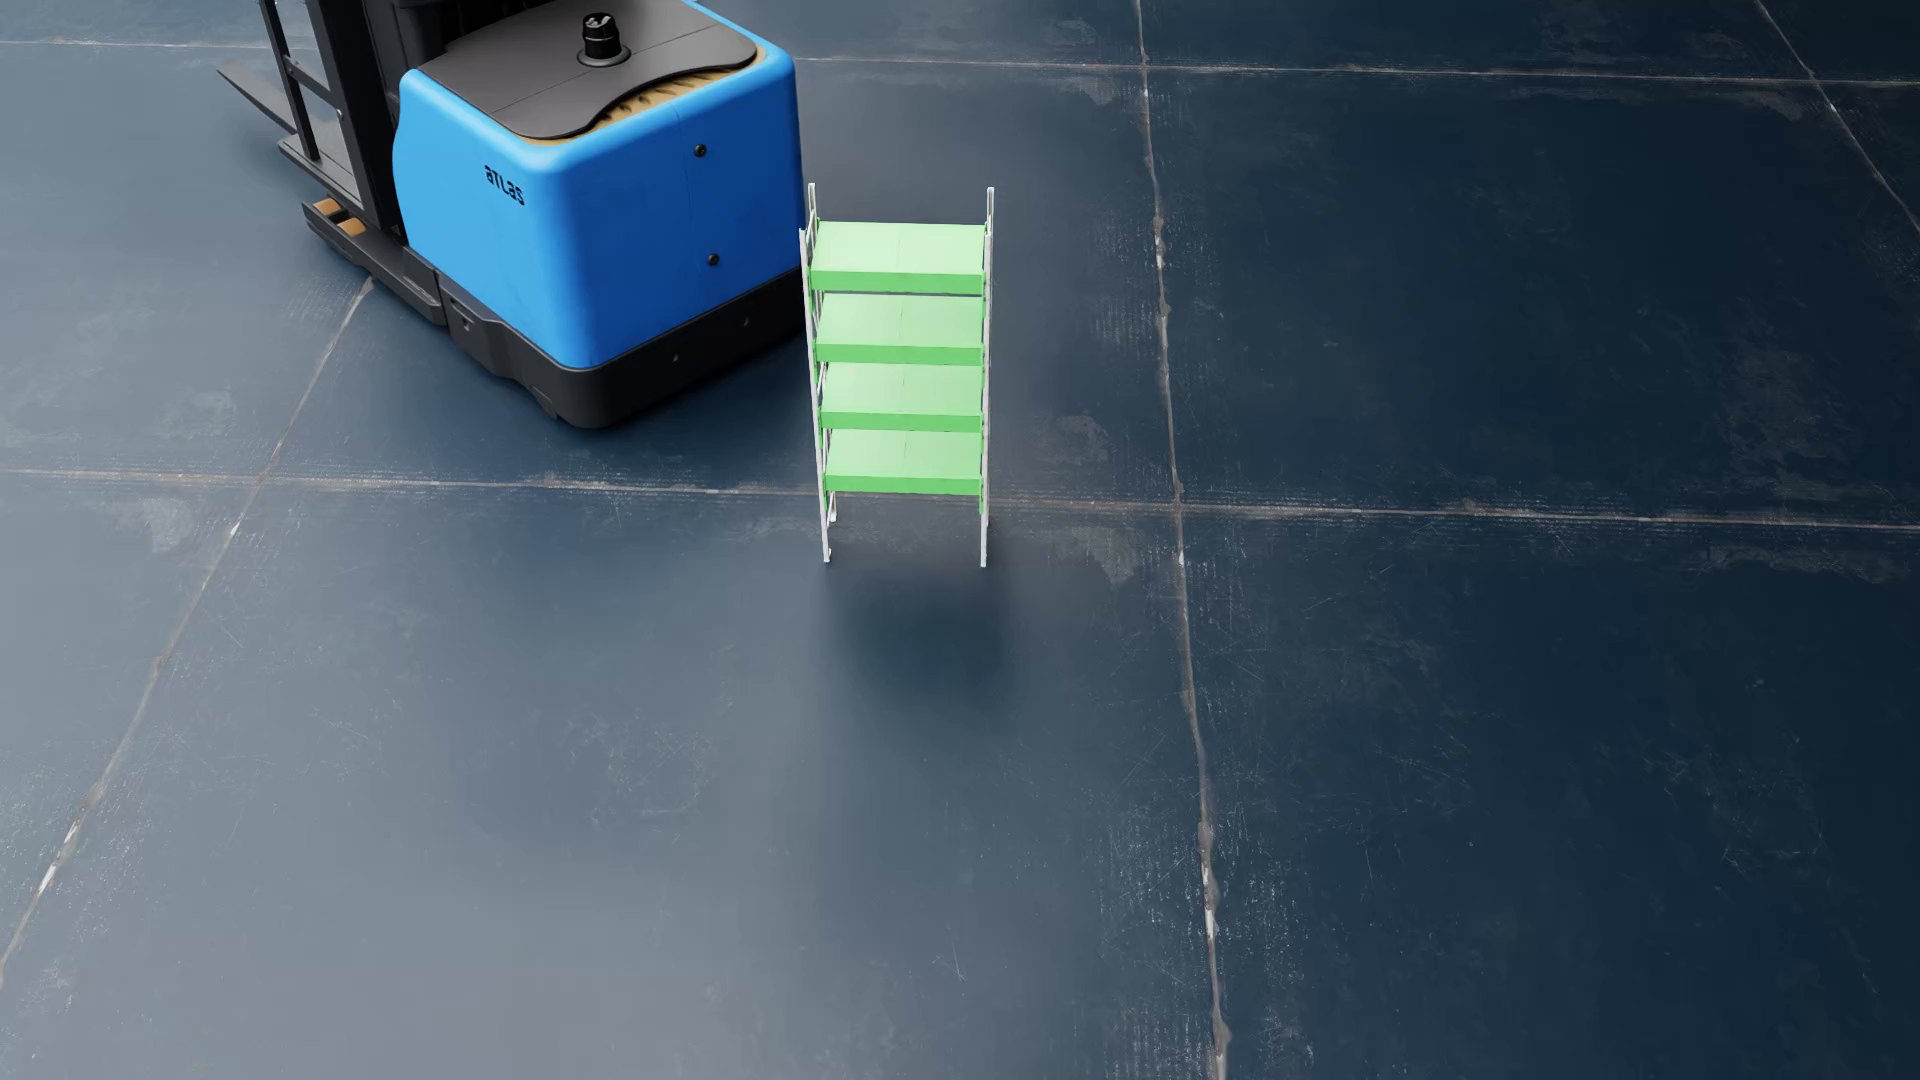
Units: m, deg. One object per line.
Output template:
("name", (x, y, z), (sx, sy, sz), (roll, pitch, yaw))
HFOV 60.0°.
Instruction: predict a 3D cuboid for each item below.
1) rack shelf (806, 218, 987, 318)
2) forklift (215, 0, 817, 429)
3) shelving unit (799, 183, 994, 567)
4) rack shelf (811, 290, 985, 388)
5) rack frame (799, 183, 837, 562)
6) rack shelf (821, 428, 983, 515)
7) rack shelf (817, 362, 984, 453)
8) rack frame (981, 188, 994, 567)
("rack shelf", (-0.165, -0.749, 4.563), (0.480, 0.148, 0.258), (2, 43, 2))
("forklift", (-1.899, -2.354, 5.626), (1.130, 2.935, 3.031), (-33, 52, -30))
("shelving unit", (-0.165, -0.444, 4.846), (0.503, 1.200, 0.258), (2, 43, 2))
("rack shelf", (-0.165, -0.573, 4.726), (0.480, 0.148, 0.258), (2, 43, 2))
("rack frame", (-0.409, -0.452, 4.855), (0.015, 1.200, 0.240), (2, 43, 2))
("rack shelf", (-0.165, -0.222, 5.054), (0.480, 0.148, 0.258), (2, 43, 2))
("rack shelf", (-0.165, -0.397, 4.890), (0.480, 0.148, 0.258), (2, 43, 2))
("rack frame", (0.078, -0.437, 4.838), (0.015, 1.200, 0.240), (2, 43, 2))
